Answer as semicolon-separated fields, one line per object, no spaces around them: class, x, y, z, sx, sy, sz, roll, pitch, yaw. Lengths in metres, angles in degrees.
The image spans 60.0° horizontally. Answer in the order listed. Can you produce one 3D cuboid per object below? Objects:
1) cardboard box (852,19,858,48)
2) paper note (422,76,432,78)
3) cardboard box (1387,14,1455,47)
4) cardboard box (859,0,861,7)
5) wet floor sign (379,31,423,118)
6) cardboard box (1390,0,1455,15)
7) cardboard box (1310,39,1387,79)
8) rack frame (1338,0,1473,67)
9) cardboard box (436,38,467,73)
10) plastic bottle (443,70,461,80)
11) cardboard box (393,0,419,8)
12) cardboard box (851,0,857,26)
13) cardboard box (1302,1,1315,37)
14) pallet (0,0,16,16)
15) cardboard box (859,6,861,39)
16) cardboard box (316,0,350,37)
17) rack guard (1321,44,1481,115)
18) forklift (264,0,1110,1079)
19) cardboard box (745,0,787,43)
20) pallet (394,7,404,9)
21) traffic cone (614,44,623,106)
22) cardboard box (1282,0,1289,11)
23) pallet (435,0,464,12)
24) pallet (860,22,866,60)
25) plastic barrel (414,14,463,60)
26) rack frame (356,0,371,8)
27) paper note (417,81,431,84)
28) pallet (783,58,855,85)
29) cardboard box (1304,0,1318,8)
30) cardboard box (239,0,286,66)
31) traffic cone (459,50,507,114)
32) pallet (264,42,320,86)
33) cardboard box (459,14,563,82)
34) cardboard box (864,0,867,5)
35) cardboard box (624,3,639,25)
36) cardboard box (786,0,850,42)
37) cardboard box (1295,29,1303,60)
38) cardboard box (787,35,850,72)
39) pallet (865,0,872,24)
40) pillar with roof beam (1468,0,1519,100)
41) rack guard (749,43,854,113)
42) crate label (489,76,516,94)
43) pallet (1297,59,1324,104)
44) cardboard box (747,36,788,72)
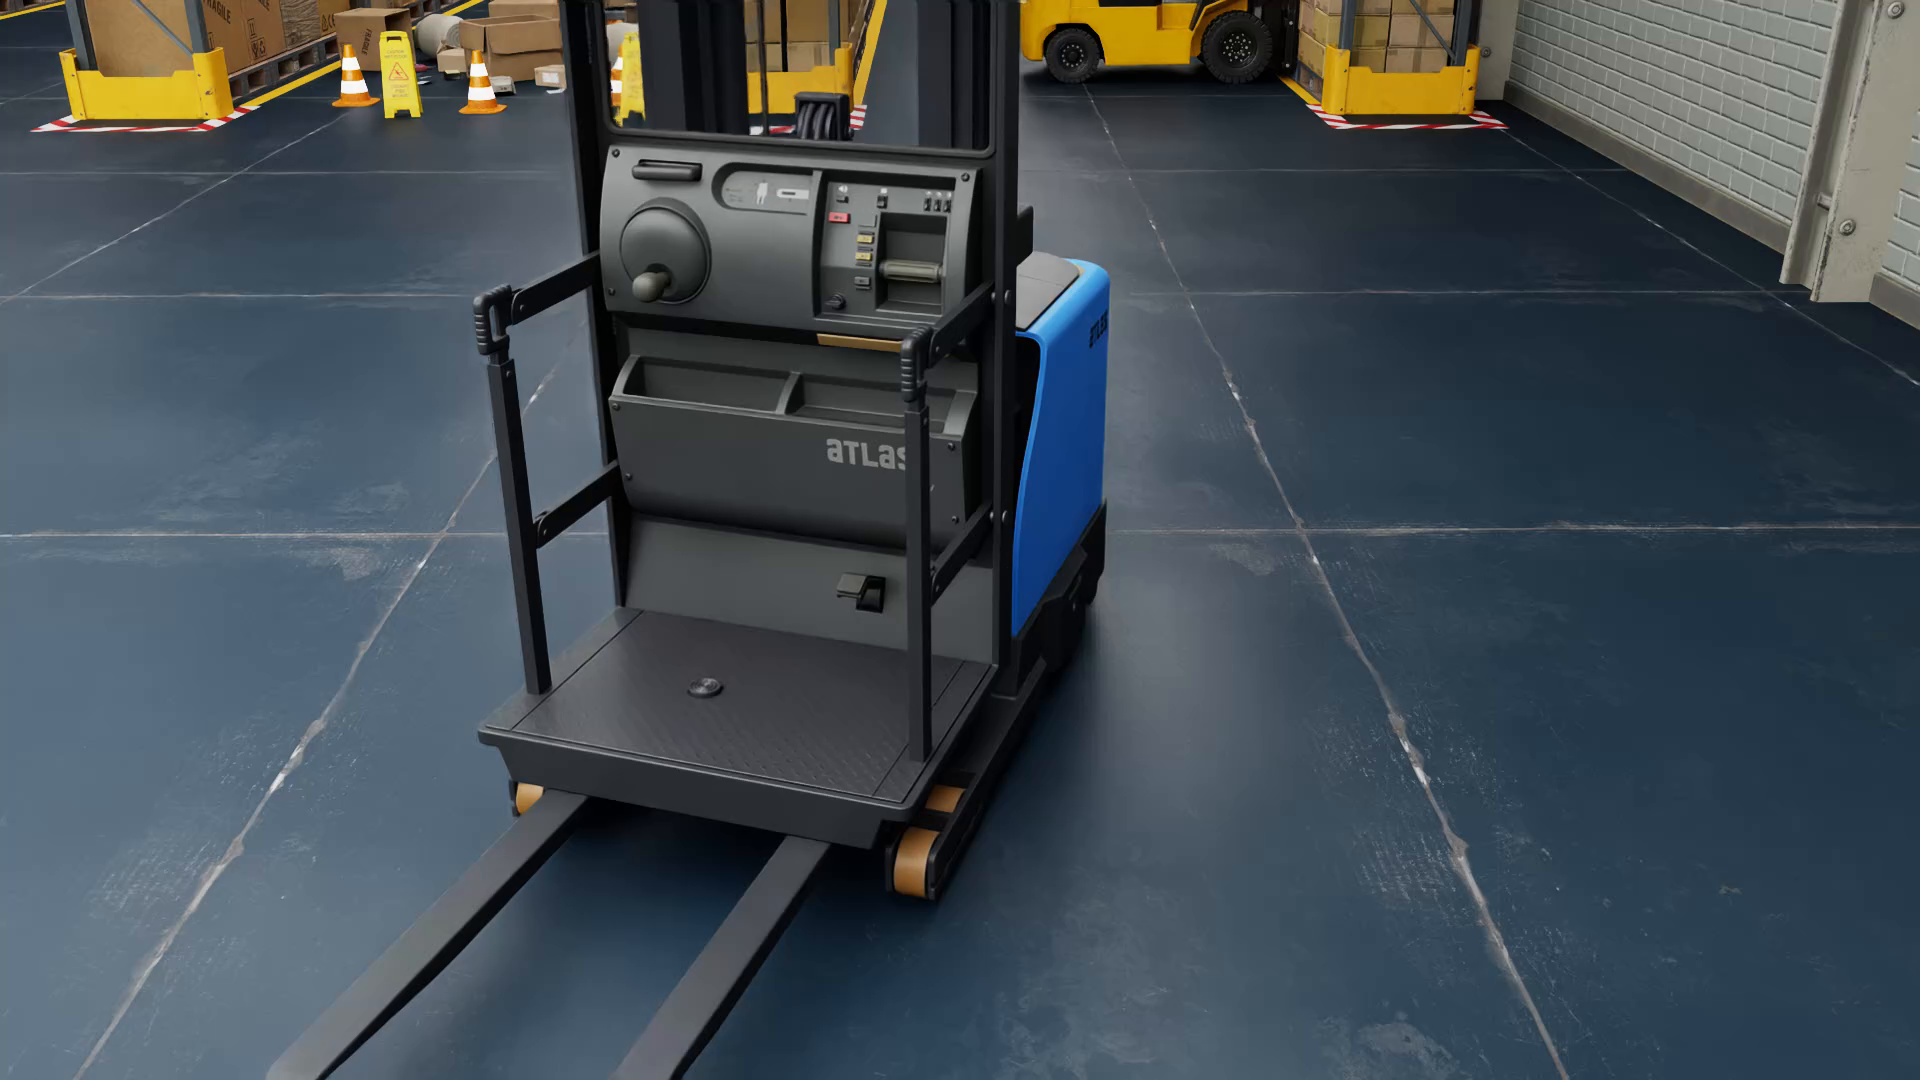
cardboard box;-1.195;-4.518;14.927;0.500;0.250;0.500;1;24;3
paper note;-4.795;-4.151;14.915;0.032;0.001;0.123;13;27;27
cardboard box;3.719;-4.196;13.607;0.500;0.250;0.500;0;24;0
cardboard box;-1.208;-5.287;15.717;0.500;0.500;0.500;0;24;0
wet floor sign;-4.415;-3.671;13.084;0.267;0.644;0.232;-4;25;-10
cardboard box;3.701;-4.428;13.513;0.500;0.250;0.500;-1;24;-1
cardboard box;3.196;-3.965;13.705;0.500;0.250;0.500;0;24;0
rack frame;3.517;-4.835;12.800;1.000;3.000;0.127;0;24;-1
cardboard box;-4.578;-4.449;15.266;0.396;0.266;0.258;4;25;9
plastic bottle;-4.554;-4.172;14.901;0.133;0.061;0.283;-9;26;-19
cardboard box;-6.542;-6.214;18.071;1.050;0.750;0.750;0;24;-1
cardboard box;-1.187;-4.857;14.765;0.500;0.500;0.500;0;24;0
cardboard box;3.204;-4.407;14.074;0.500;0.250;0.500;0;24;-1
pallet;-11.426;-5.969;18.691;1.003;0.211;1.213;0;24;-1
cardboard box;-1.199;-4.936;15.850;0.500;0.250;0.500;-1;24;-2
cardboard box;-6.502;-5.359;16.027;0.875;0.875;0.875;0;24;0
rack guard;3.517;-3.686;13.293;1.175;0.500;0.348;0;24;-1
forklift;-0.478;-0.682;3.702;1.130;2.935;3.031;8;25;16
cardboard box;-1.716;-4.420;13.800;0.500;0.500;0.500;0;24;0
pallet;-6.523;-5.442;17.527;1.003;0.211;1.213;0;24;-1
traffic cone;-2.741;-3.826;13.649;0.336;0.463;0.334;0;24;-1
cardboard box;3.176;-4.826;15.000;0.500;0.250;0.500;0;24;-1
pallet;-6.549;-6.448;19.750;1.003;0.211;1.213;0;24;-1
pallet;-1.448;-4.912;16.354;1.003;0.211;1.213;0;24;-1
plastic barrel;-4.893;-4.761;15.762;0.512;0.421;0.421;19;30;35
rack frame;-6.439;-6.395;16.250;1.000;3.000;0.127;0;24;-1
paper note;-4.714;-4.030;14.625;0.144;0.017;0.142;8;26;18
pallet;-1.421;-3.906;14.131;1.003;0.211;1.213;0;24;-1
cardboard box;3.188;-4.627;13.955;0.500;0.250;0.500;0;24;0
cardboard box;-6.480;-4.612;14.376;0.875;0.875;0.875;-1;24;-1
traffic cone;-3.847;-3.681;13.328;0.336;0.463;0.334;0;24;-1
pallet;-6.493;-4.307;15.017;1.003;0.211;1.213;0;24;-1
cardboard box;-3.997;-4.386;14.836;0.797;0.503;0.637;-19;31;-36
cardboard box;-1.510;-5.965;17.979;0.950;0.372;0.625;1;24;3
cardboard box;-2.839;-4.874;15.916;0.500;0.500;0.500;19;30;35
cardboard box;-1.180;-4.434;13.832;0.500;0.500;0.500;-1;24;-2
cardboard box;3.203;-4.376;14.614;0.500;0.250;0.500;0;24;0
cardboard box;-1.179;-4.083;13.965;0.500;0.250;0.500;0;24;-1
pallet;-1.516;-6.013;18.789;1.003;0.211;1.213;0;24;-1
pillar with roof beam;0.106;-7.840;12.164;9.100;9.000;0.400;0;24;-1
rack guard;-1.447;-3.703;13.331;1.175;0.500;0.348;0;24;-1
crate label;-3.918;-3.856;14.111;0.250;0.136;0.298;-14;28;-28
pallet;3.467;-3.879;14.070;1.003;0.211;1.213;0;24;-1
cardboard box;-1.725;-4.091;13.983;0.500;0.250;0.500;0;24;-1
